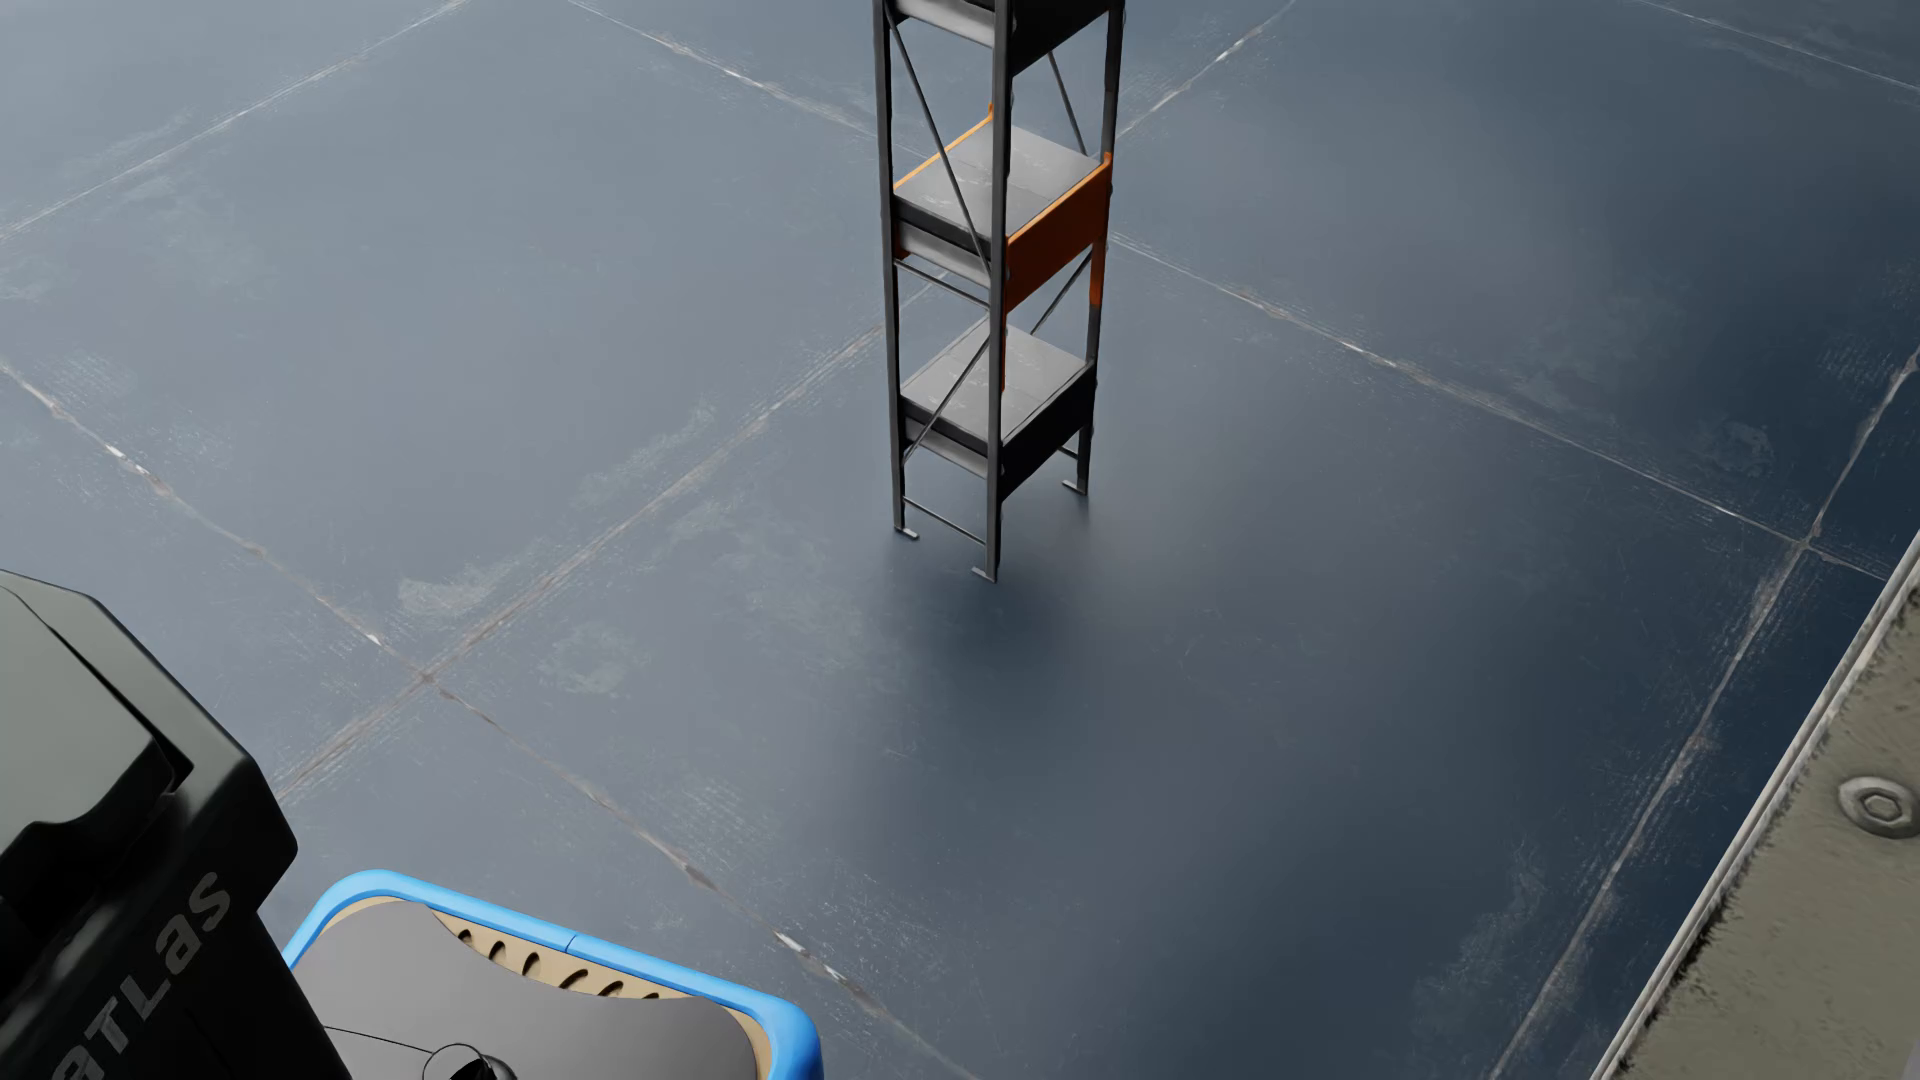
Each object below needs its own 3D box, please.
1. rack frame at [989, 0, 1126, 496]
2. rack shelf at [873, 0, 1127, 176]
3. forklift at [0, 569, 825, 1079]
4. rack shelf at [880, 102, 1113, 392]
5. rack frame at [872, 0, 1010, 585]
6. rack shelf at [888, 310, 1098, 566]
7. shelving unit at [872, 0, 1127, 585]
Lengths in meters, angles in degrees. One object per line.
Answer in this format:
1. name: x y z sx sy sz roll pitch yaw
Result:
1. rack frame: 0.250 -0.960 4.715 0.400 2.100 0.015 29 53 25
2. rack shelf: 0.101 -1.294 4.085 0.431 0.518 0.480 29 53 25
3. forklift: -1.201 1.465 1.824 1.130 2.935 3.031 14 48 13
4. rack shelf: 0.101 -0.811 4.591 0.431 0.518 0.480 29 53 25
5. rack frame: -0.048 -0.680 4.448 0.400 2.100 0.015 29 53 25
6. rack shelf: 0.101 -0.327 5.097 0.431 0.518 0.480 29 53 25
7. shelving unit: 0.101 -0.820 4.581 0.431 2.100 0.503 29 53 25
